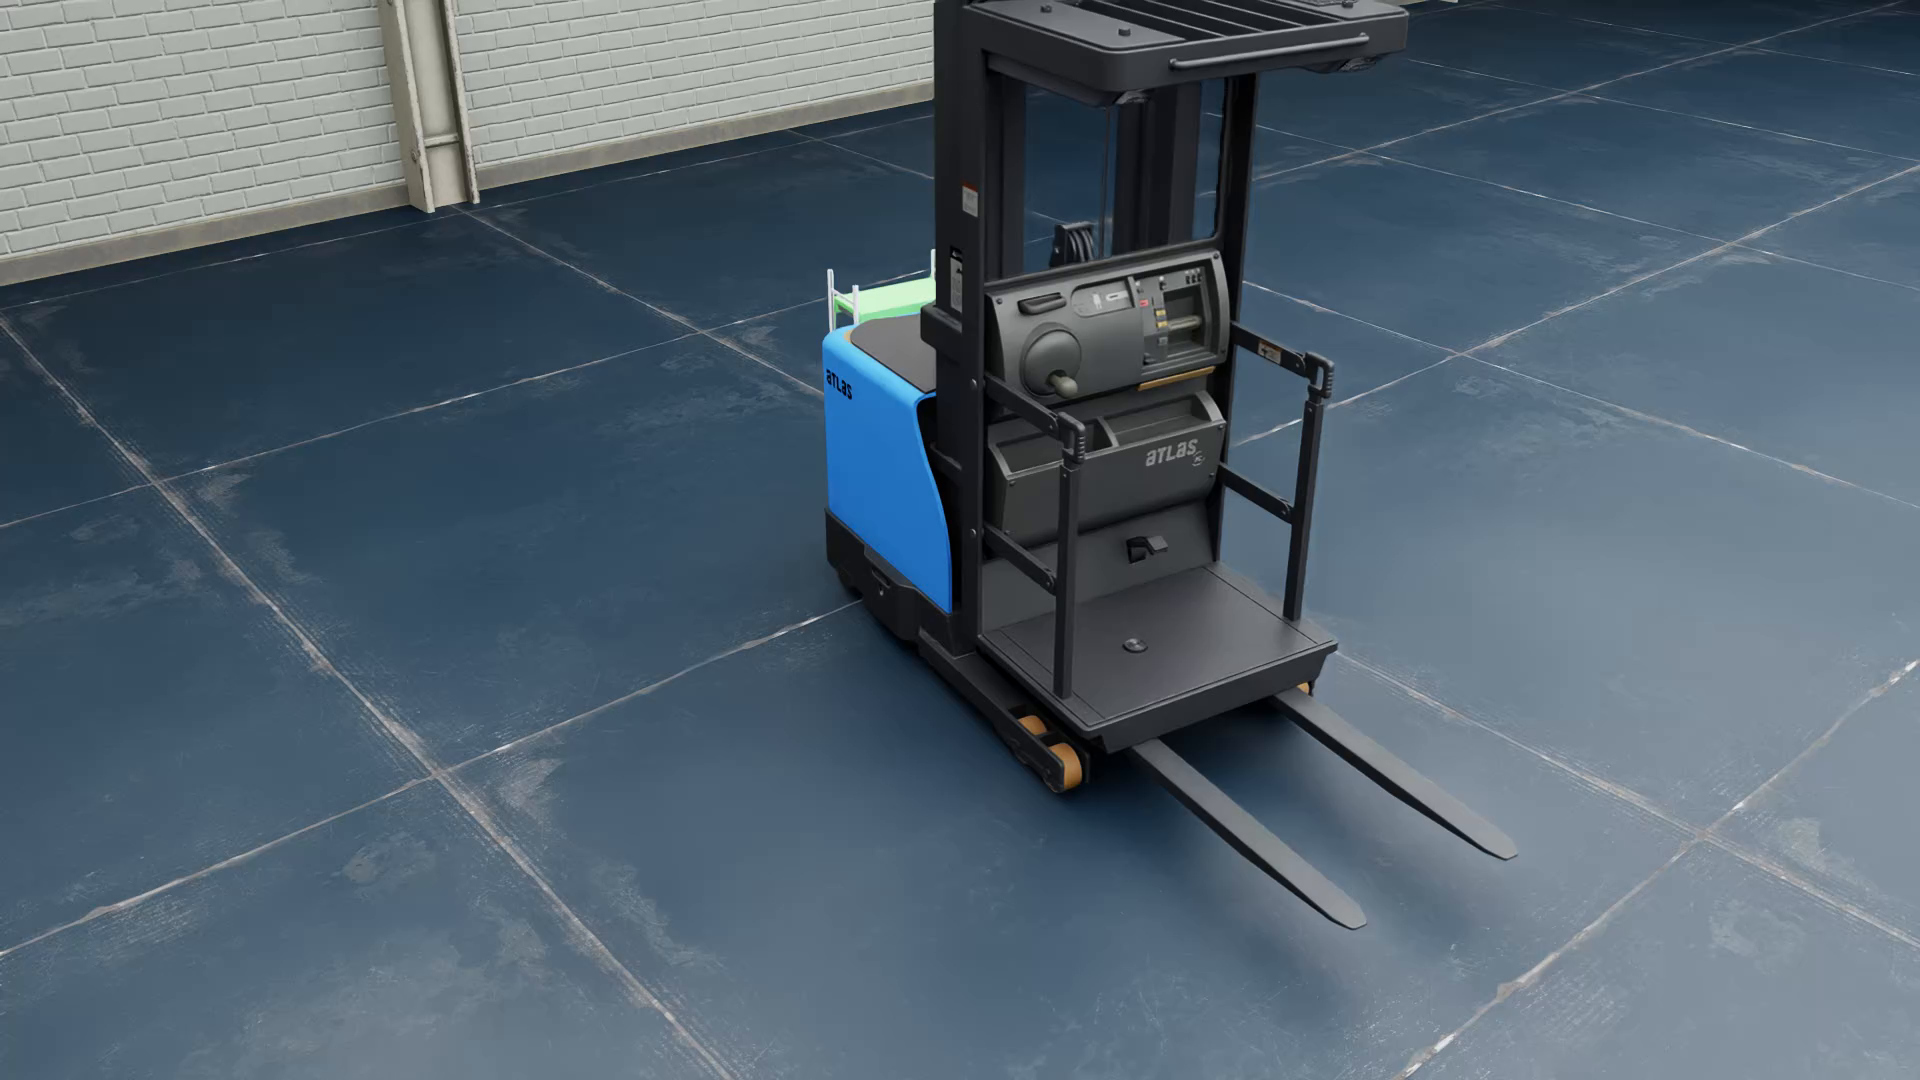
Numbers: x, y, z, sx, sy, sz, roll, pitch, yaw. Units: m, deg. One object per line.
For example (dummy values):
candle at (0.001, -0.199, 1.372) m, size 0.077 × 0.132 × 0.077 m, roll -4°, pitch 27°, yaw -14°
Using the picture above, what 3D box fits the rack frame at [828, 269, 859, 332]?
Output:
rack frame at (-0.471, -0.523, 6.955) m, size 0.015 × 1.200 × 0.240 m, roll -16°, pitch 32°, yaw -27°

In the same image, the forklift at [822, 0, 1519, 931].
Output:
forklift at (0.628, -0.686, 5.423) m, size 1.130 × 2.935 × 3.031 m, roll -16°, pitch 32°, yaw -27°

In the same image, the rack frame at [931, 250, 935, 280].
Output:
rack frame at (-0.053, -0.642, 7.178) m, size 0.015 × 1.200 × 0.240 m, roll -16°, pitch 32°, yaw -27°

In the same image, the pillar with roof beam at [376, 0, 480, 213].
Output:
pillar with roof beam at (-0.828, -4.796, 6.677) m, size 0.400 × 9.000 × 9.100 m, roll -22°, pitch 35°, yaw -35°

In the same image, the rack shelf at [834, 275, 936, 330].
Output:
rack shelf at (-0.262, -0.949, 6.871) m, size 0.480 × 0.148 × 0.258 m, roll -16°, pitch 32°, yaw -27°

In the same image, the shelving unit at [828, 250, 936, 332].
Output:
shelving unit at (-0.262, -0.582, 7.067) m, size 0.503 × 1.200 × 0.258 m, roll -16°, pitch 32°, yaw -27°
